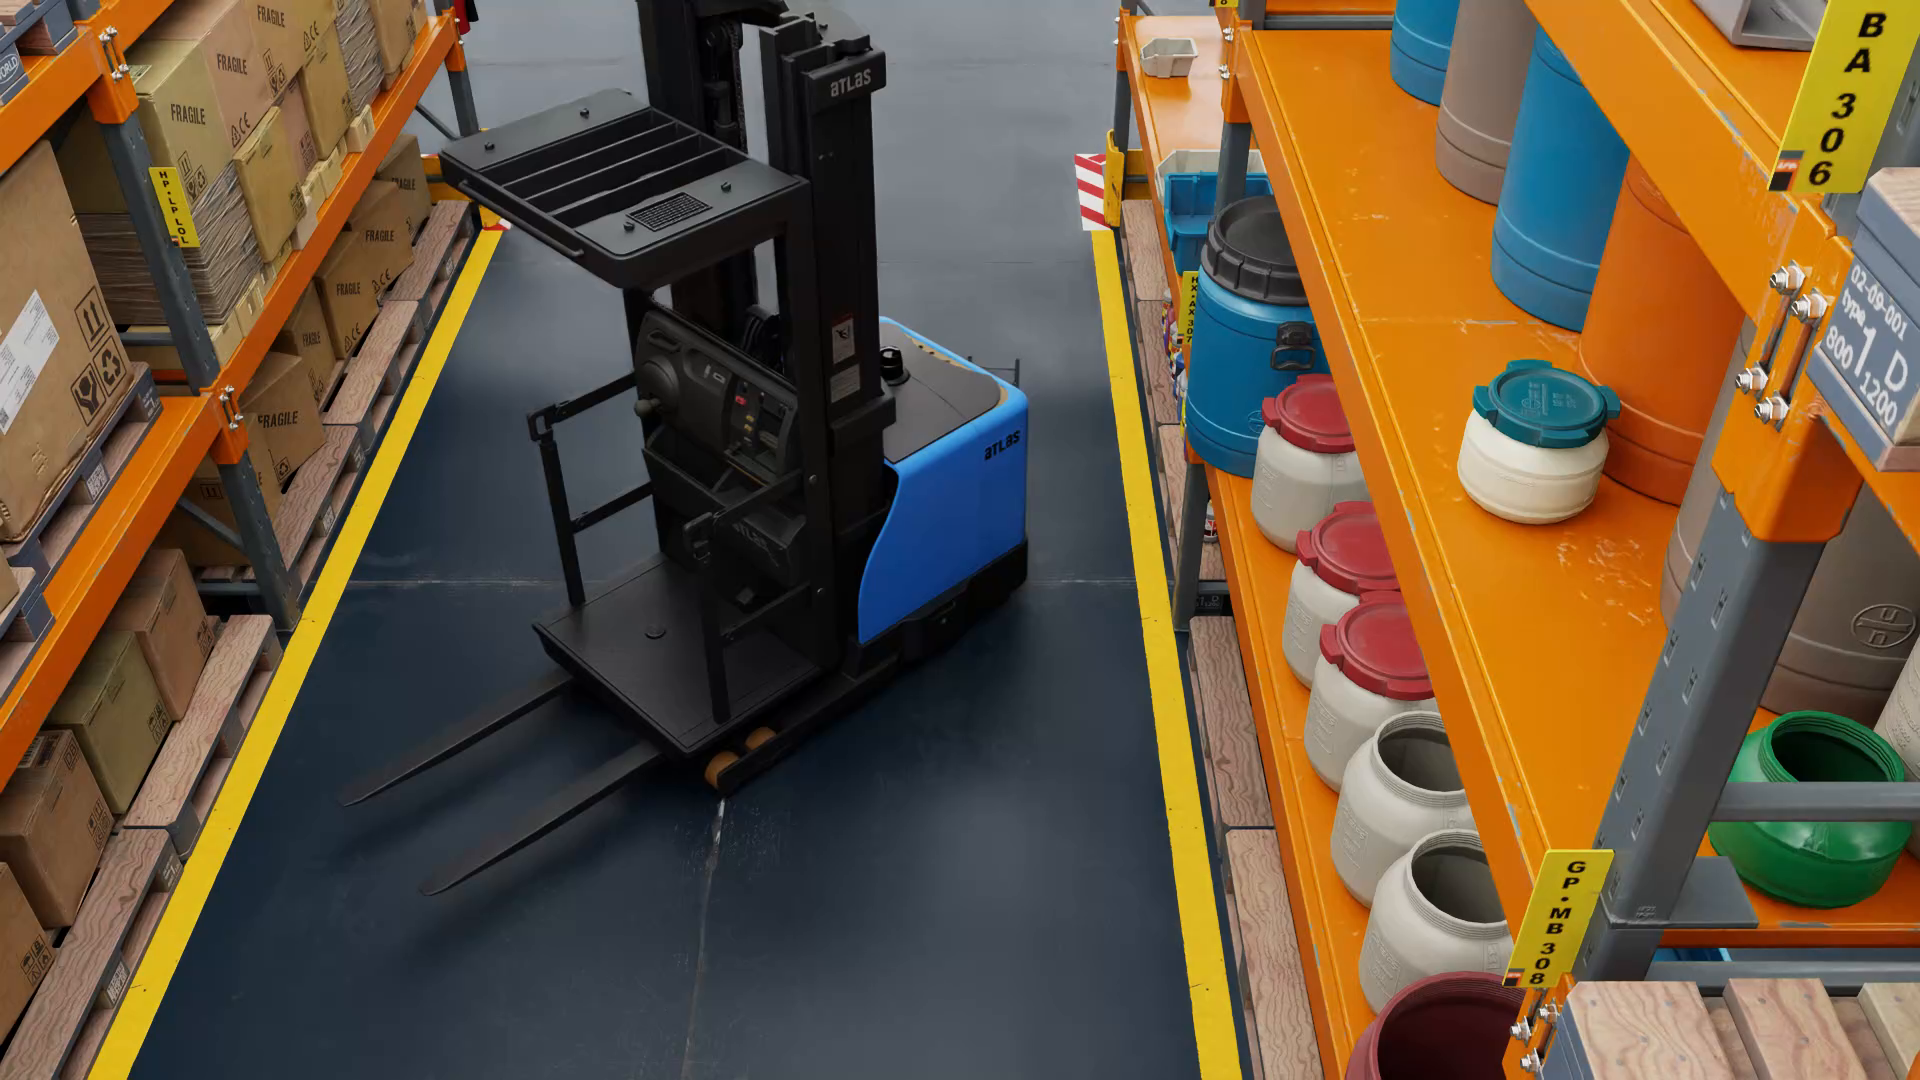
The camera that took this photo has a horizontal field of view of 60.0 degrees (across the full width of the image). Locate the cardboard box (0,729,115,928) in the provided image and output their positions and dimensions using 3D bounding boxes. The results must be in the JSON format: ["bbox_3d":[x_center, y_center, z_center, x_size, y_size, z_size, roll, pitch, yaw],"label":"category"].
[{"bbox_3d":[-3.531,1.048,5.936,0.700,0.500,0.500,-3,39,-4],"label":"cardboard box"}]

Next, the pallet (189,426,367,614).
[{"bbox_3d":[-3.529,-0.120,7.976,1.003,0.211,1.213,0,39,0],"label":"pallet"}]

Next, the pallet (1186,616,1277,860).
[{"bbox_3d":[1.500,0.788,6.844,1.003,0.211,1.213,0,39,0],"label":"pallet"}]

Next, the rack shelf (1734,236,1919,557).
[{"bbox_3d":[1.467,1.056,0.377,1.077,0.370,4.000,0,39,0],"label":"rack shelf"}]

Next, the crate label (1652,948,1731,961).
[{"bbox_3d":[1.734,1.075,4.228,0.502,0.435,0.616,0,39,0],"label":"crate label"}]

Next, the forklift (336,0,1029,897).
[{"bbox_3d":[-1.093,-0.492,6.265,3.031,2.935,1.130,-32,48,-33],"label":"forklift"}]

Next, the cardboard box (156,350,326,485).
[{"bbox_3d":[-3.461,-0.585,7.990,0.500,0.500,0.500,12,40,14],"label":"cardboard box"}]

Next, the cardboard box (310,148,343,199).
[{"bbox_3d":[-3.207,-1.763,7.997,0.380,0.149,0.250,0,39,0],"label":"cardboard box"}]

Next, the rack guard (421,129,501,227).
[{"bbox_3d":[-3.497,-2.266,10.424,1.175,0.500,0.348,0,39,0],"label":"rack guard"}]

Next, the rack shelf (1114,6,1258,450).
[{"bbox_3d":[1.458,-1.762,8.370,1.077,0.370,4.000,0,39,0],"label":"rack shelf"}]

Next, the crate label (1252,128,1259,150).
[{"bbox_3d":[1.728,-2.156,8.259,0.502,0.435,0.616,0,39,0],"label":"crate label"}]

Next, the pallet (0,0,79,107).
[{"bbox_3d":[-3.598,-1.499,5.219,1.213,0.211,1.003,0,39,0],"label":"pallet"}]

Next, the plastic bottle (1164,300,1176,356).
[{"bbox_3d":[1.128,-1.129,8.826,0.061,0.283,0.133,1,39,1],"label":"plastic bottle"}]

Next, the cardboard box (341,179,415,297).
[{"bbox_3d":[-3.478,-1.714,9.398,0.500,0.500,0.500,10,40,12],"label":"cardboard box"}]

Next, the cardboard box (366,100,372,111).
[{"bbox_3d":[-3.273,-2.232,8.582,0.380,0.149,0.250,0,39,0],"label":"cardboard box"}]

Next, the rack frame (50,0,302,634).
[{"bbox_3d":[-3.493,-0.788,6.580,1.000,3.000,0.127,0,39,0],"label":"rack frame"}]

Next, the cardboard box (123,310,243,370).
[{"bbox_3d":[-3.192,-0.825,6.827,0.380,0.149,0.250,0,39,0],"label":"cardboard box"}]

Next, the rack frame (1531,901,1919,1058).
[{"bbox_3d":[1.465,1.710,3.463,1.000,3.000,0.127,0,39,0],"label":"rack frame"}]

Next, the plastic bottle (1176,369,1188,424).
[{"bbox_3d":[1.175,-0.726,8.330,0.152,0.276,0.135,1,39,1],"label":"plastic bottle"}]

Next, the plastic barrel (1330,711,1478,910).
[{"bbox_3d":[1.250,0.760,4.560,0.421,0.512,0.421,0,39,0],"label":"plastic barrel"}]

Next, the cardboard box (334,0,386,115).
[{"bbox_3d":[-3.446,-2.475,8.368,0.875,0.500,0.500,0,39,0],"label":"cardboard box"}]

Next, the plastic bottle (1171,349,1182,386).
[{"bbox_3d":[1.147,-0.900,8.606,0.097,0.201,0.097,0,39,0],"label":"plastic bottle"}]

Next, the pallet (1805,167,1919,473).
[{"bbox_3d":[1.435,0.050,1.208,1.213,0.211,1.003,0,39,0],"label":"pallet"}]

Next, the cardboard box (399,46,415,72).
[{"bbox_3d":[-3.239,-2.701,9.168,0.380,0.149,0.250,0,39,0],"label":"cardboard box"}]

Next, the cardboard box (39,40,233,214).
[{"bbox_3d":[-3.239,-1.615,6.495,0.500,0.500,0.500,0,39,0],"label":"cardboard box"}]

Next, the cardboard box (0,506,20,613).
[{"bbox_3d":[-3.398,0.092,5.064,0.797,0.503,0.637,4,39,5],"label":"cardboard box"}]

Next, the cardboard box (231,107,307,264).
[{"bbox_3d":[-3.397,-1.537,7.197,0.875,0.500,0.500,0,39,0],"label":"cardboard box"}]

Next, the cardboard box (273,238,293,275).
[{"bbox_3d":[-3.217,-1.294,7.412,0.380,0.149,0.250,0,39,0],"label":"cardboard box"}]

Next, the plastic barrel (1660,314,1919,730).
[{"bbox_3d":[1.681,-0.170,3.009,0.600,0.901,0.600,0,39,0],"label":"plastic barrel"}]

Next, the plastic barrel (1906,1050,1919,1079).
[{"bbox_3d":[1.463,0.563,1.817,0.600,0.830,0.708,0,39,0],"label":"plastic barrel"}]

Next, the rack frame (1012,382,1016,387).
[{"bbox_3d":[0.132,-0.358,7.723,0.240,0.900,0.006,4,39,5],"label":"rack frame"}]

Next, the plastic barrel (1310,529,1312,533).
[{"bbox_3d":[1.309,0.090,5.595,0.301,0.262,0.301,0,39,0],"label":"plastic barrel"}]

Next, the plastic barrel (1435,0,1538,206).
[{"bbox_3d":[1.679,-1.431,4.583,0.600,0.901,0.600,0,39,0],"label":"plastic barrel"}]

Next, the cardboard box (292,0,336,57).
[{"bbox_3d":[-3.253,-2.553,7.665,0.500,0.500,0.500,0,39,0],"label":"cardboard box"}]

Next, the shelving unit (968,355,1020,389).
[{"bbox_3d":[0.143,-0.421,7.802,0.258,0.900,0.210,4,39,5],"label":"shelving unit"}]

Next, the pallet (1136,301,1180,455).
[{"bbox_3d":[1.497,-0.888,8.935,1.003,0.211,1.213,0,39,0],"label":"pallet"}]

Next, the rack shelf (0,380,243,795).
[{"bbox_3d":[-3.490,0.743,5.244,1.077,0.370,4.000,0,39,0],"label":"rack shelf"}]

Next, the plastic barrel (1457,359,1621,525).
[{"bbox_3d":[1.230,-0.202,3.561,0.301,0.262,0.301,0,39,0],"label":"plastic barrel"}]

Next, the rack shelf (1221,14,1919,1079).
[{"bbox_3d":[1.463,-0.431,4.311,1.077,0.370,4.000,0,39,0],"label":"rack shelf"}]

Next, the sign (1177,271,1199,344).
[{"bbox_3d":[0.910,-0.906,6.506,0.100,0.325,0.005,0,39,0],"label":"sign"}]
